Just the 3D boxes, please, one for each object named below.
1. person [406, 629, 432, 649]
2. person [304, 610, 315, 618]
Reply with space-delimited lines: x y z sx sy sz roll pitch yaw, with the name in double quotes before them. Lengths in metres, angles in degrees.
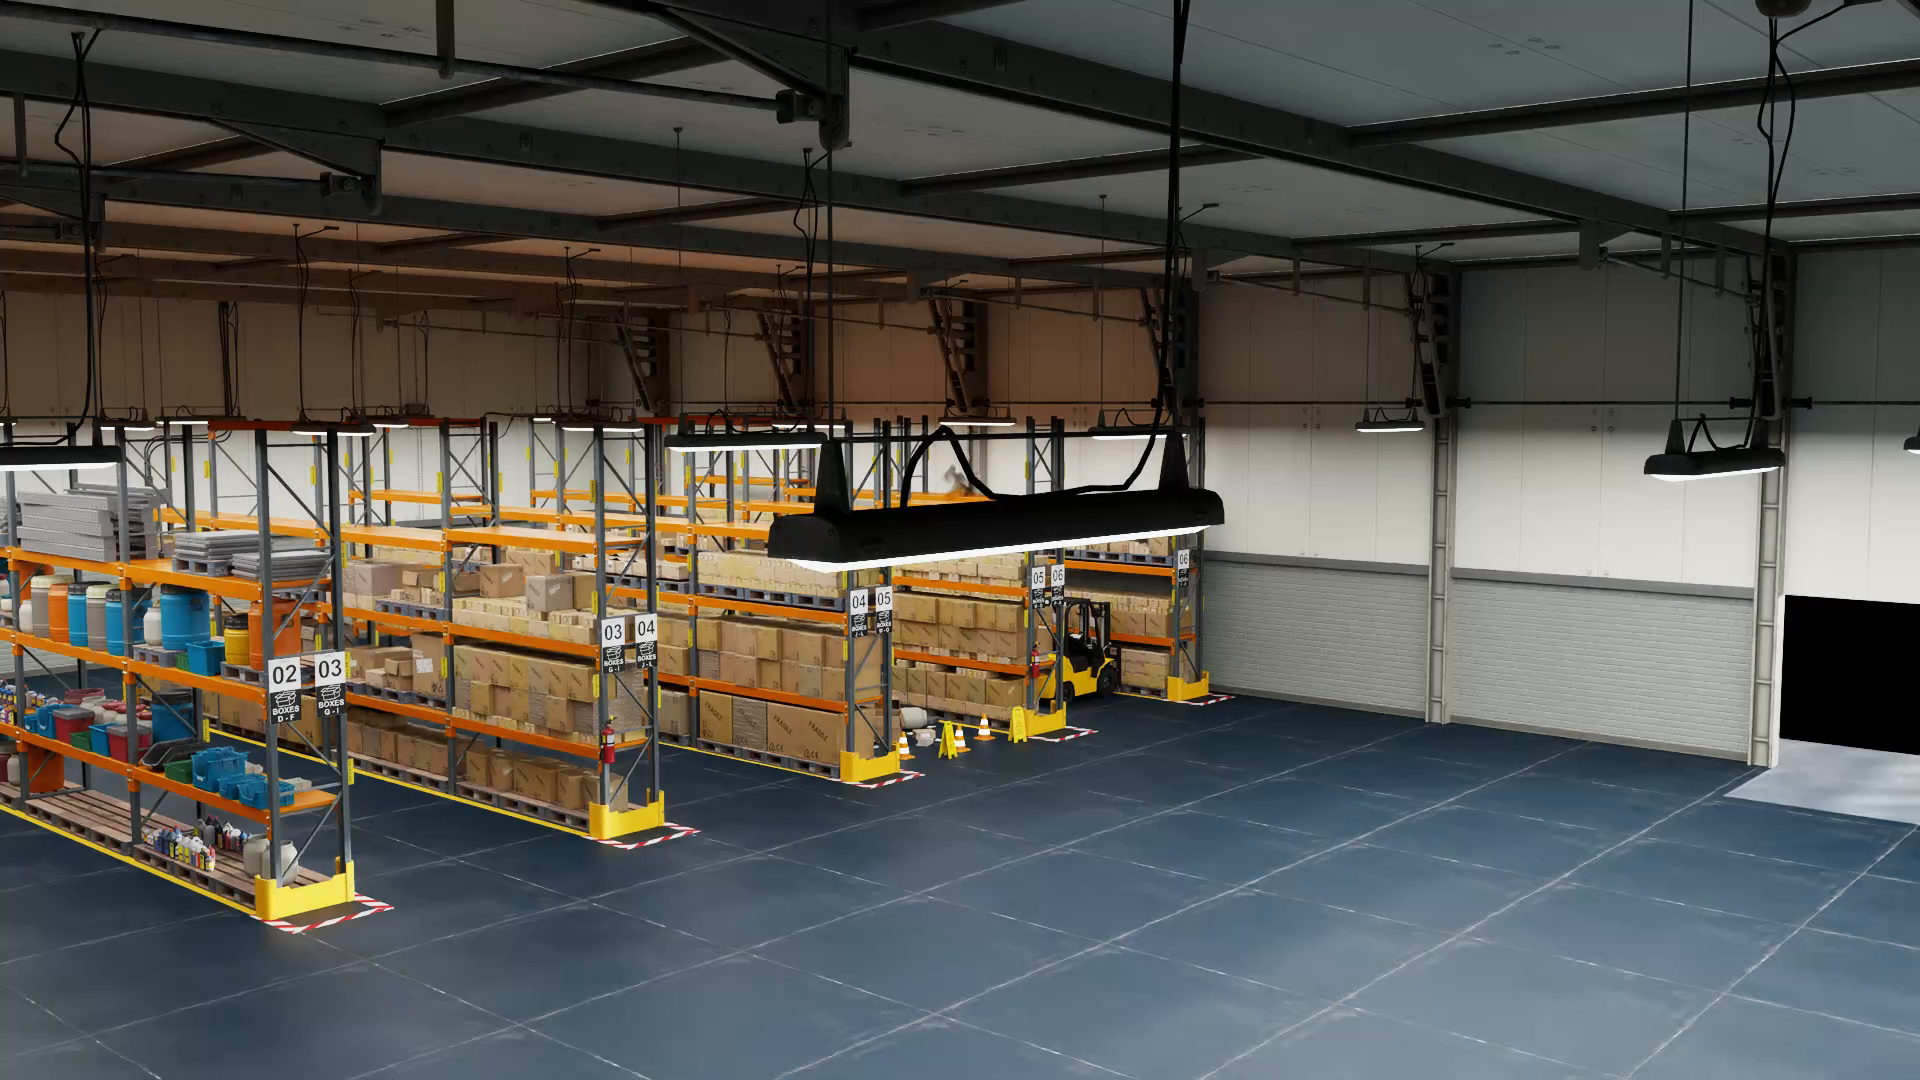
"person" -10.834 2.600 33.864 0.708 1.778 1.031 -5 7 -45
"person" -14.568 2.389 37.145 0.747 1.733 0.557 -1 5 -15
